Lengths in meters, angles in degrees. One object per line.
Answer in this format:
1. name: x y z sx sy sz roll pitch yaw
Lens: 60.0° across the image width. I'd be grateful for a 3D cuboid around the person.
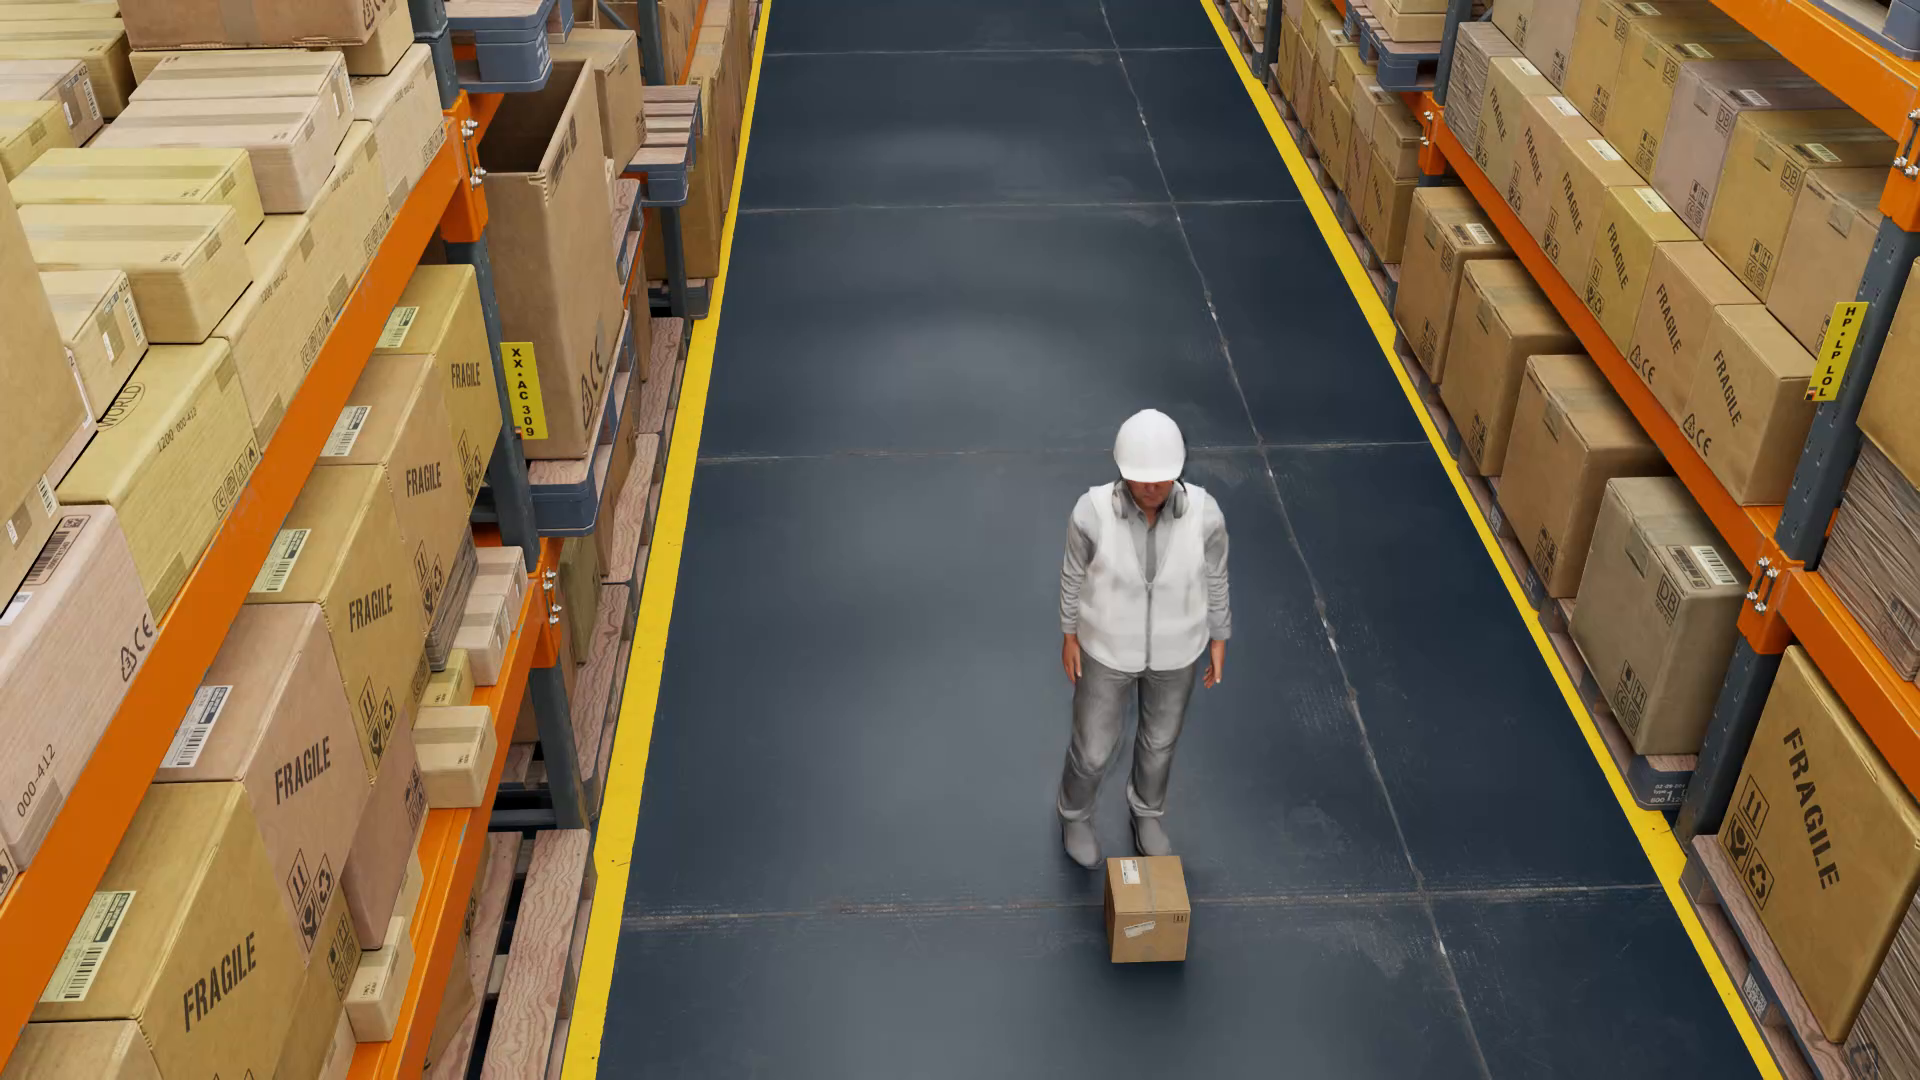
1. person: 0.625 0.362 5.614 0.575 1.800 0.372 -1 35 -2
